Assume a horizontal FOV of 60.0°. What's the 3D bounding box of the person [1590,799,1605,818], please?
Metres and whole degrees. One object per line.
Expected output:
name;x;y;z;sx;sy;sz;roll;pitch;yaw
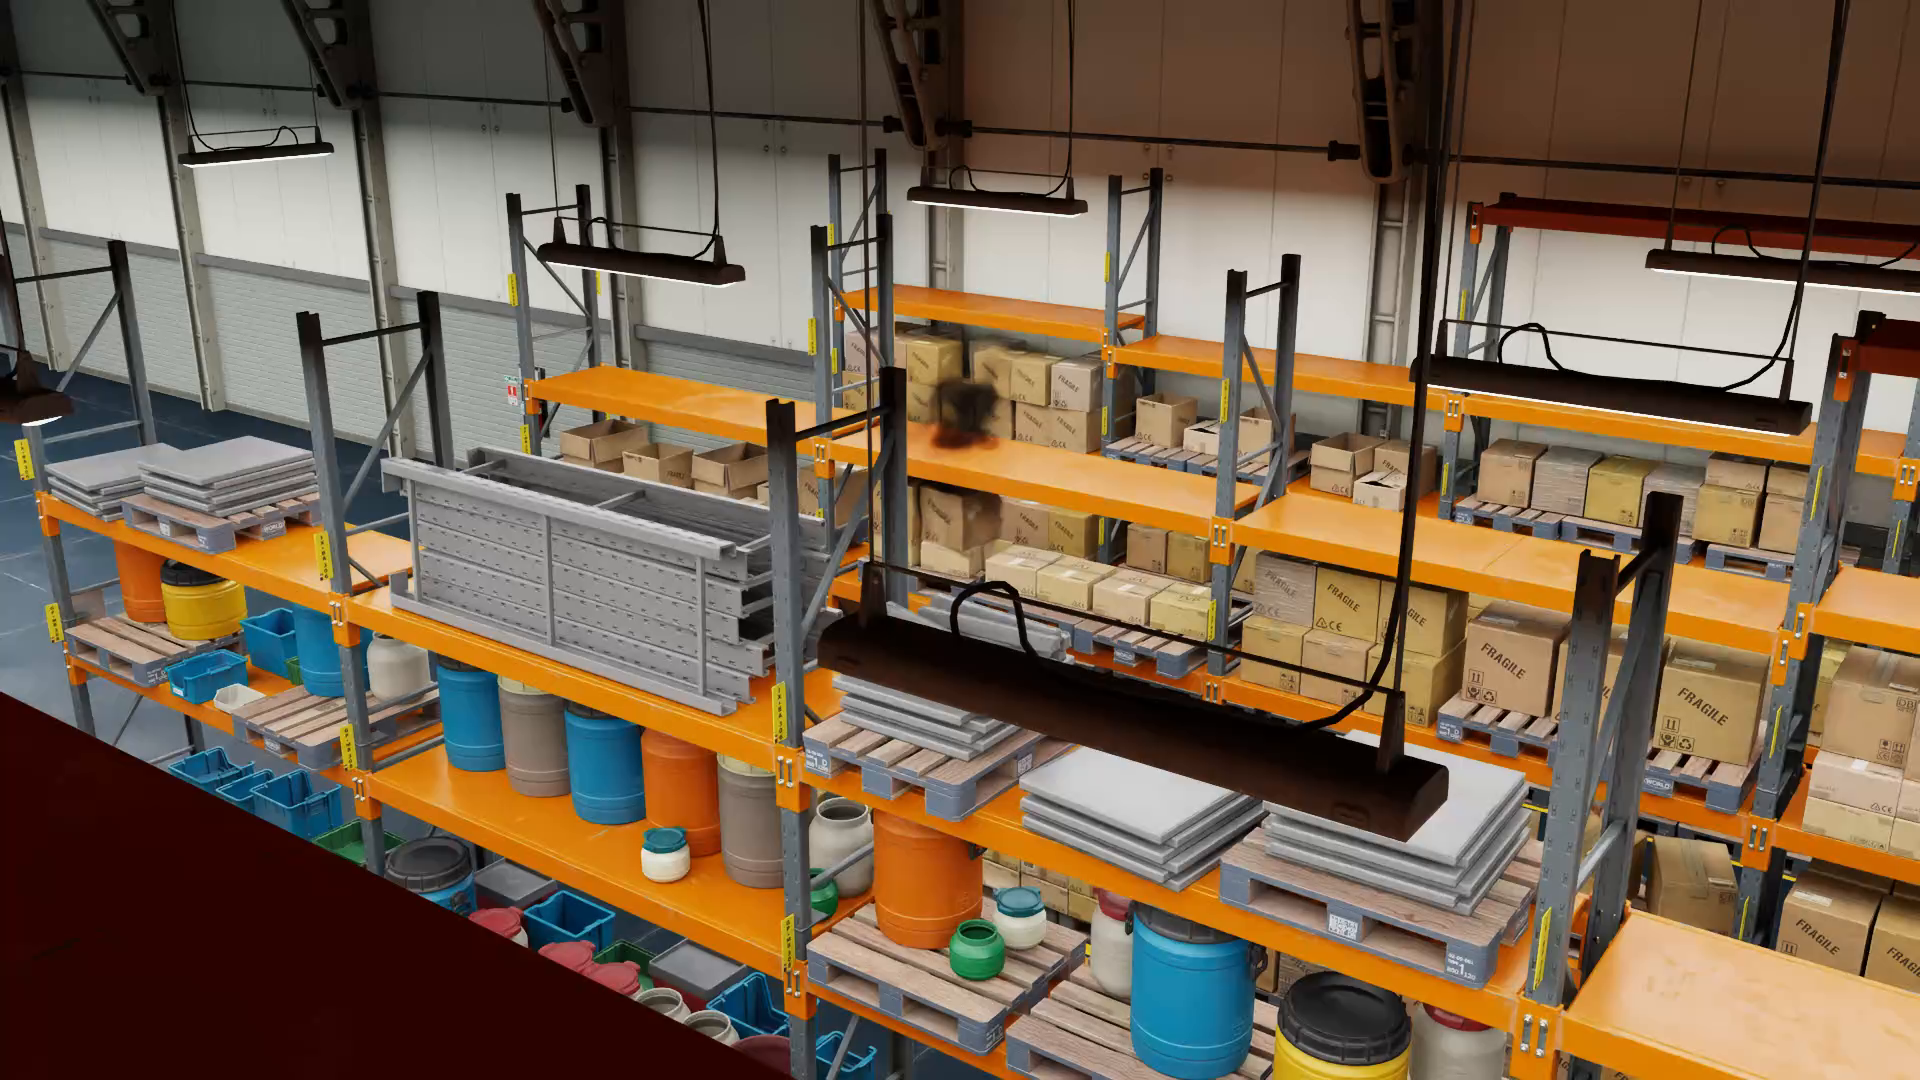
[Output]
person;5.588;2.528;14.824;0.592;1.738;0.656;8;20;22
